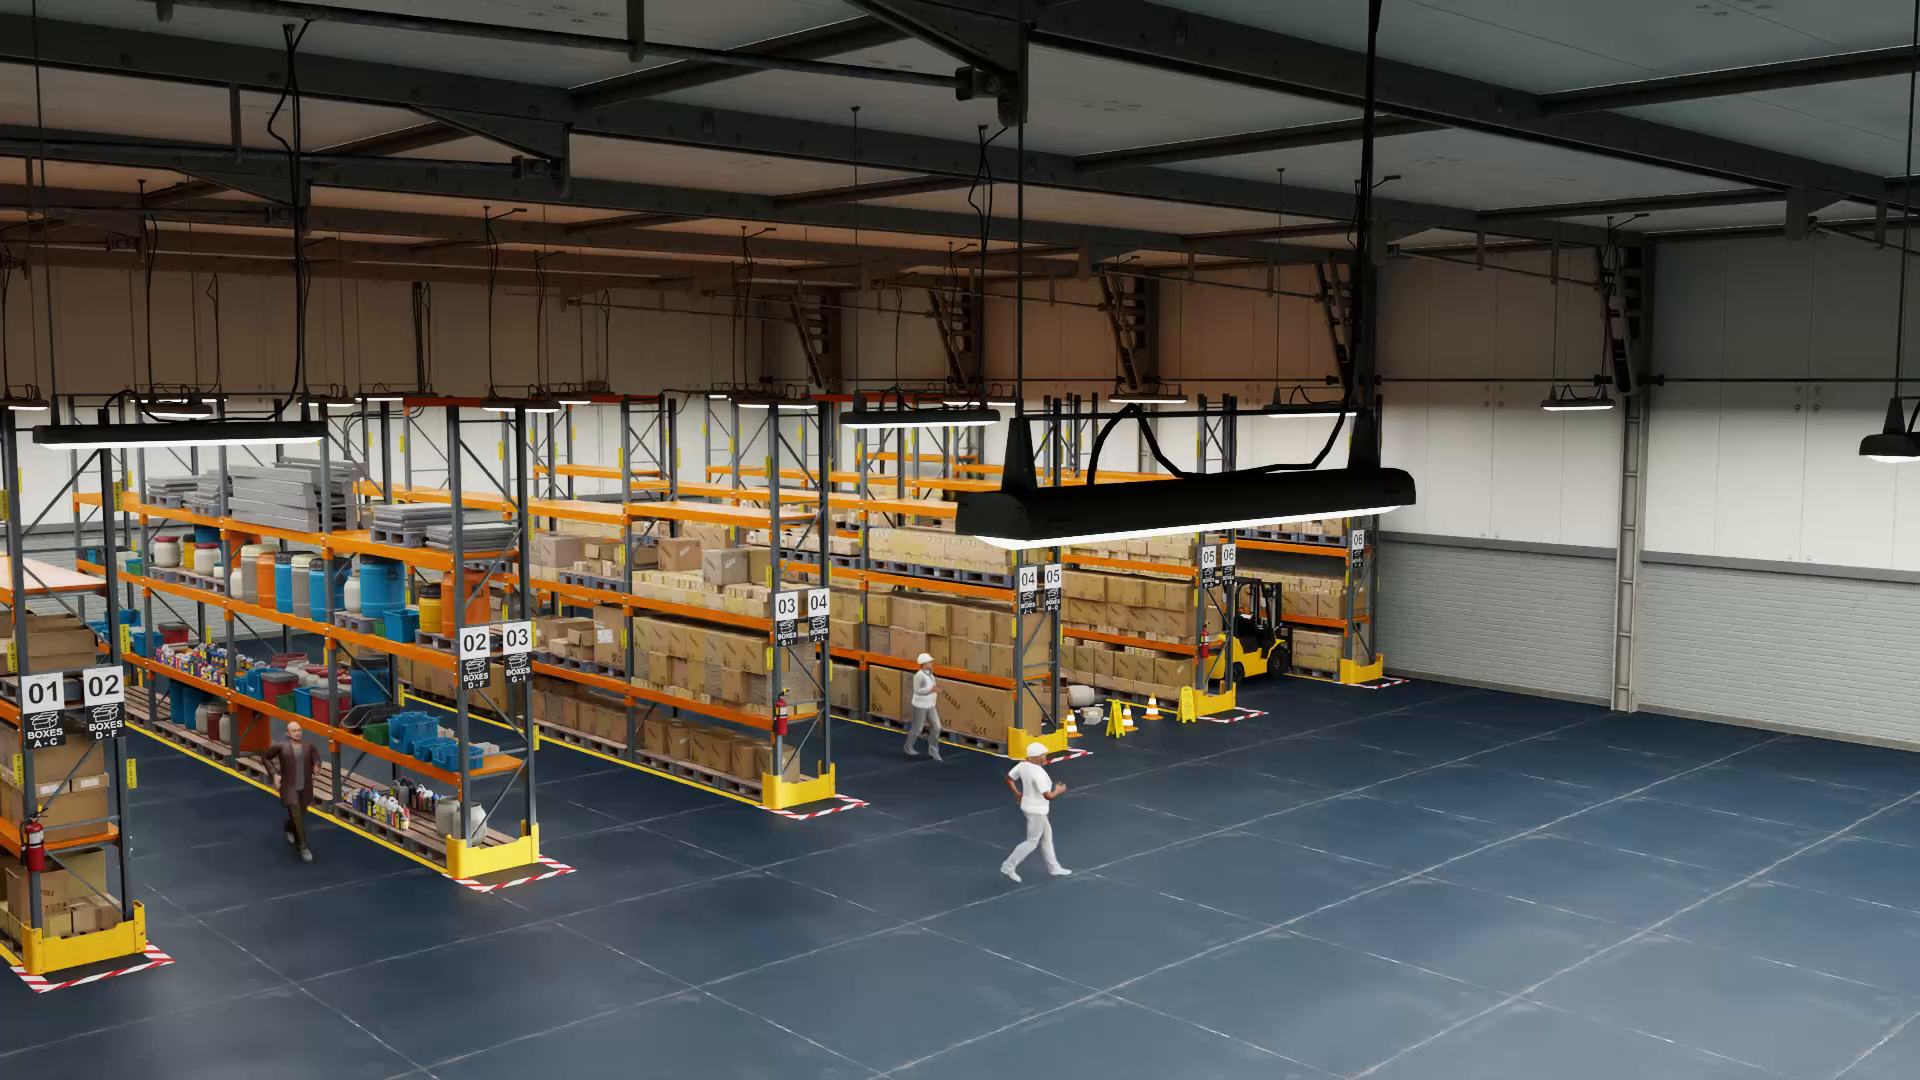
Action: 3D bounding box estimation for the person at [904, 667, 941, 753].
[{"bbox_3d":[-0.644,2.817,27.667,0.681,1.446,0.446,3,6,30],"label":"person"}]

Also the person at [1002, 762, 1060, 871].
[{"bbox_3d":[0.895,3.502,20.832,0.831,1.392,0.676,-2,6,-19],"label":"person"}]

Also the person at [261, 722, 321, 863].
[{"bbox_3d":[-8.841,3.303,22.113,0.708,1.792,1.047,-5,8,-44],"label":"person"}]
